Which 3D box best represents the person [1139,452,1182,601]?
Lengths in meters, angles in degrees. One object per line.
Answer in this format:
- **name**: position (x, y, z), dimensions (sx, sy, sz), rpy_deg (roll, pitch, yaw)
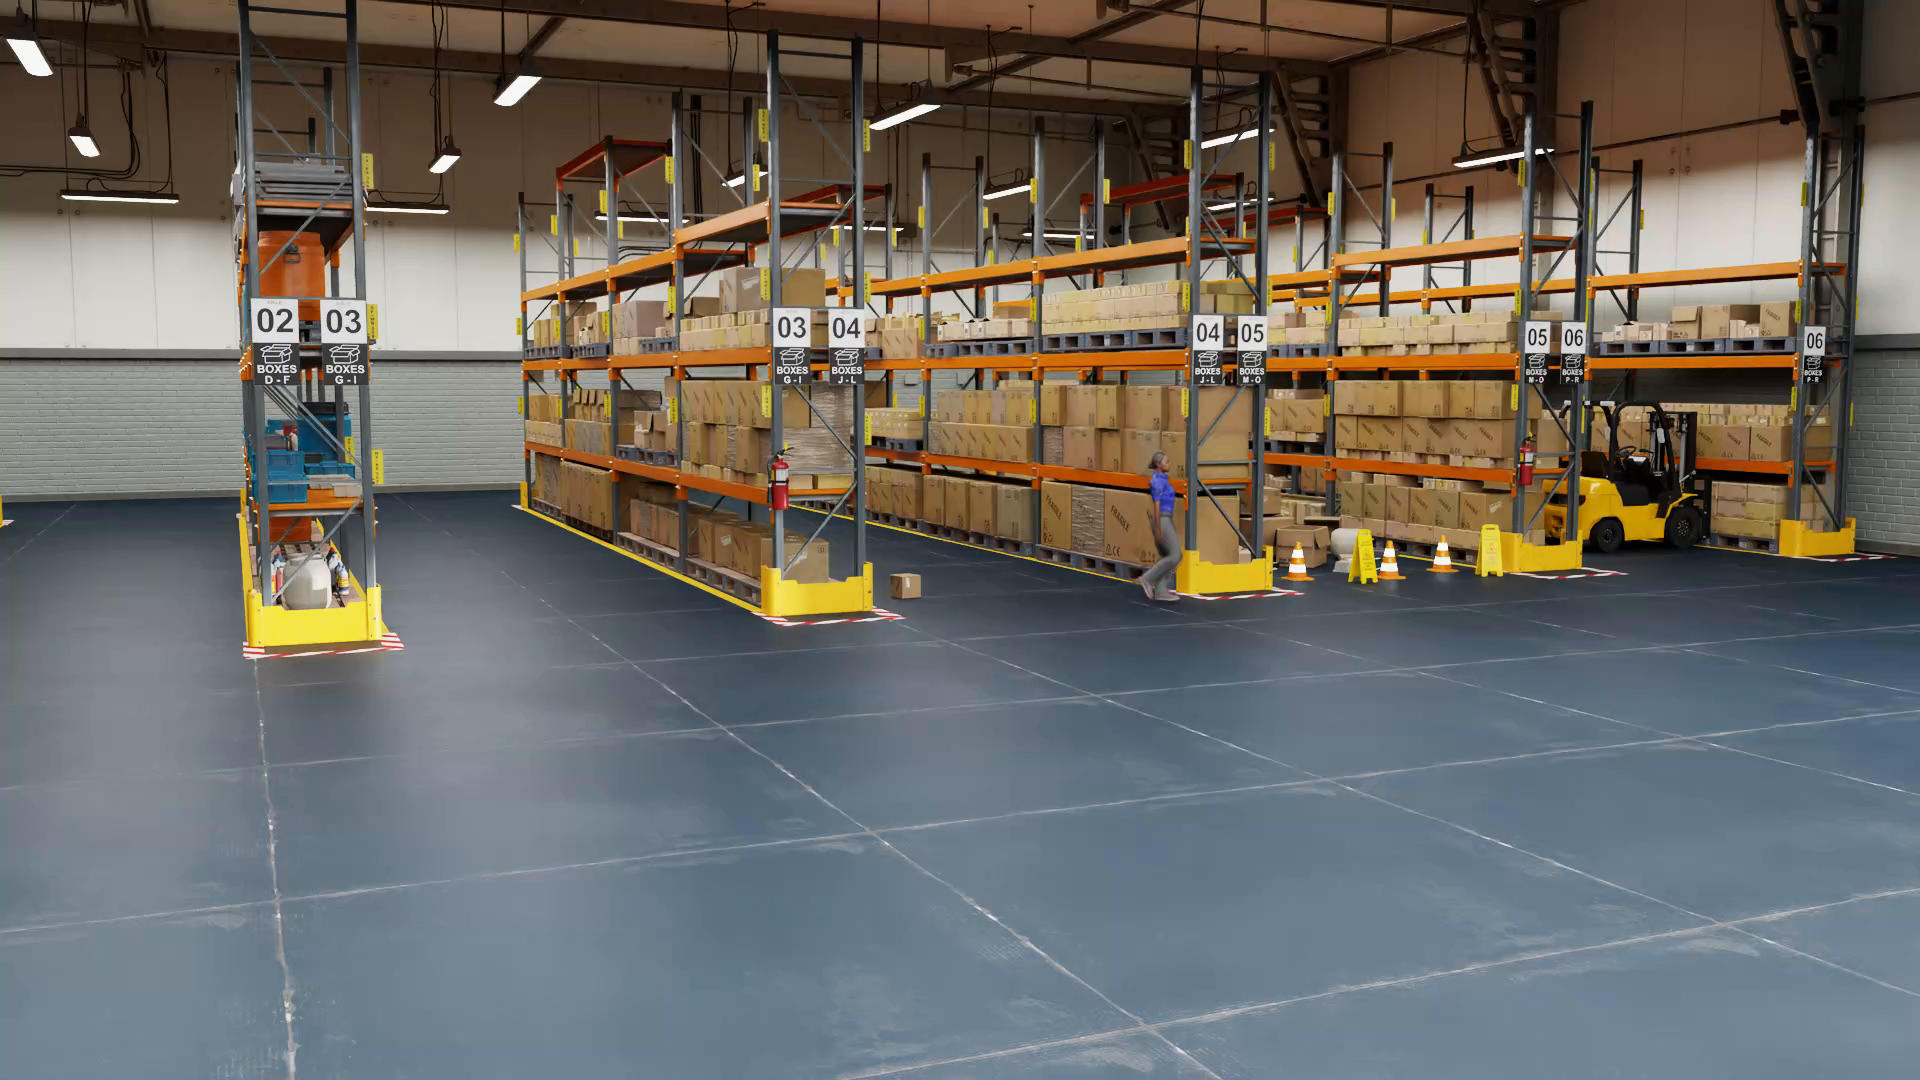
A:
- **person**: position (2.217, -0.148, 18.331), dimensions (0.475, 1.644, 0.453), rpy_deg (1, 6, 7)
